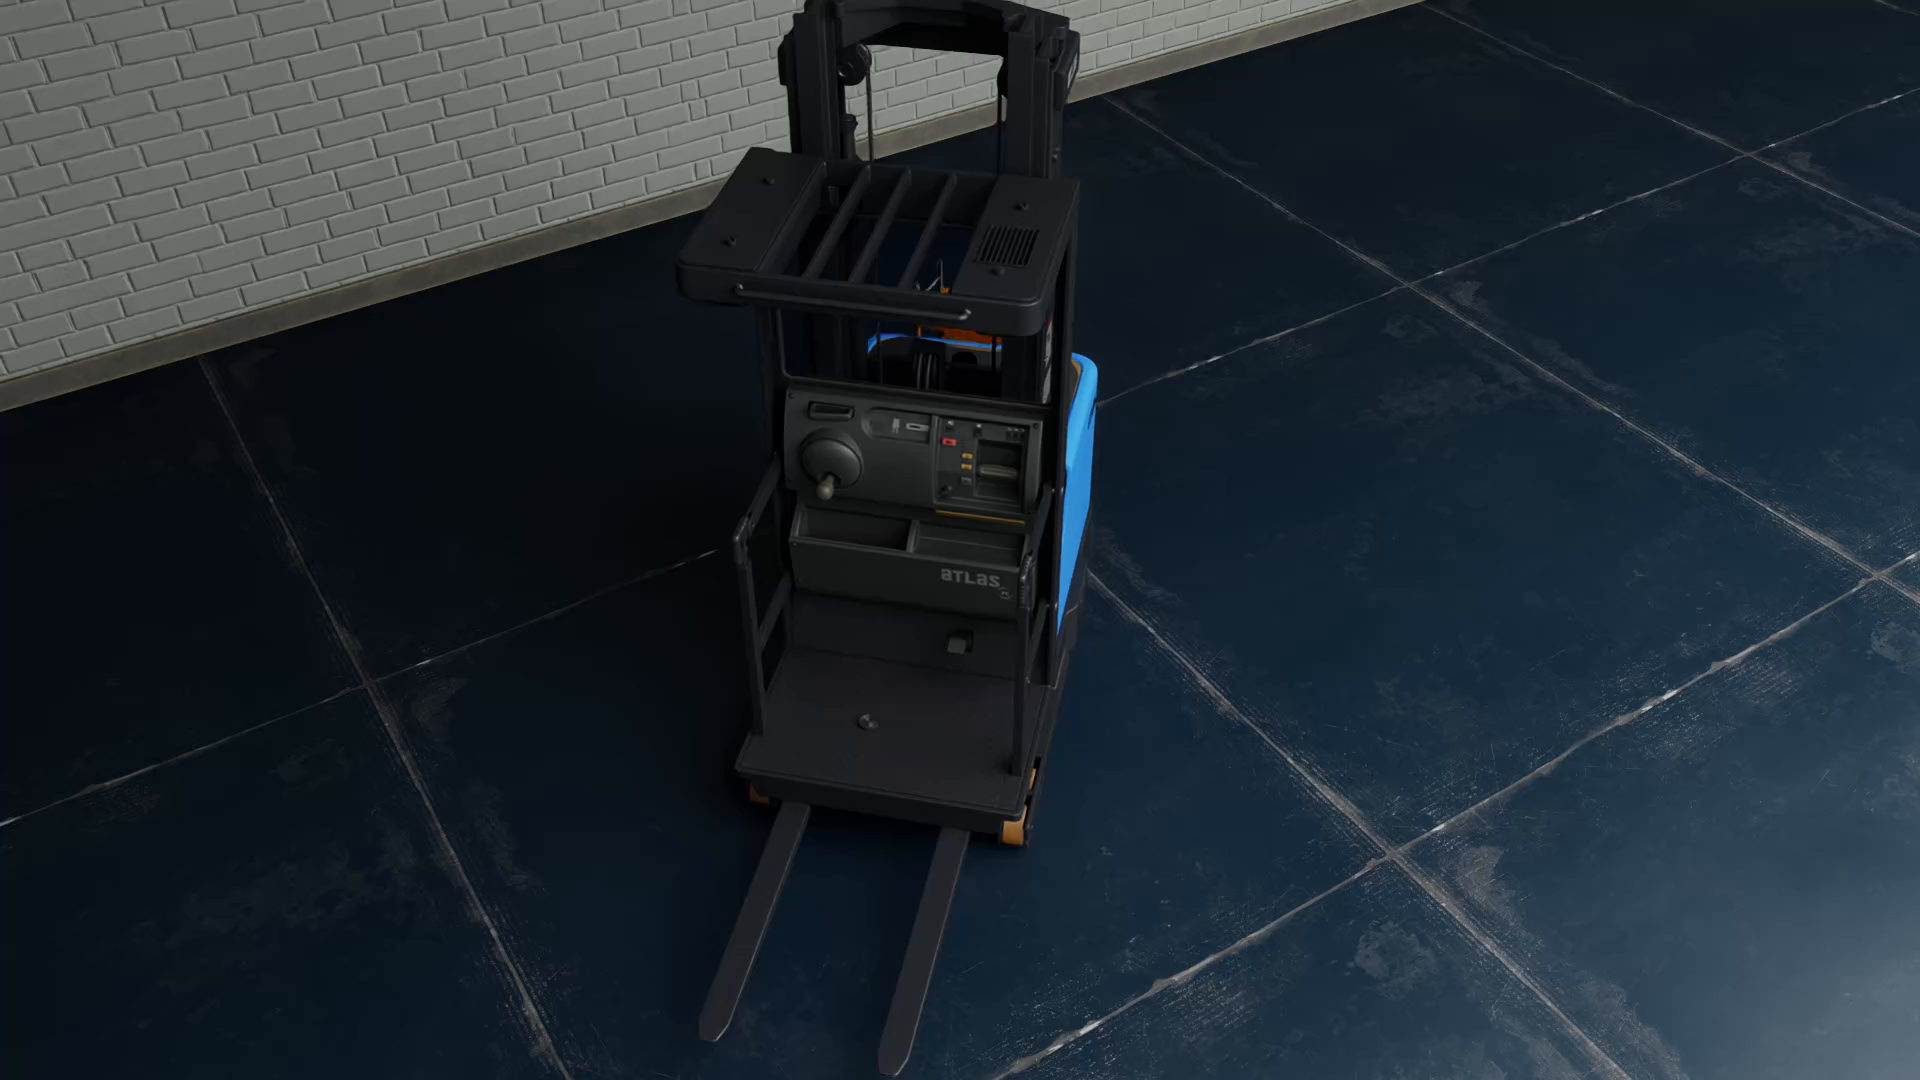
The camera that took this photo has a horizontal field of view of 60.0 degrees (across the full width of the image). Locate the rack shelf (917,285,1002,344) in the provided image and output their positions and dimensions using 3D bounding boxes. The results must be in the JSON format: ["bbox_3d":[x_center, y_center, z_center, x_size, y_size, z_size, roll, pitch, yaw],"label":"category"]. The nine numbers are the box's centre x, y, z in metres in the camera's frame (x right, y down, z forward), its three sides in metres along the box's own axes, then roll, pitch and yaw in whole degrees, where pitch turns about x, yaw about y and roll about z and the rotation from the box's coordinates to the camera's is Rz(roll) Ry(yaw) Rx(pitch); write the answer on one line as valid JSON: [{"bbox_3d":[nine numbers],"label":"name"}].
[{"bbox_3d":[0.080,-0.948,7.337,0.480,0.148,0.258,18,43,20],"label":"rack shelf"}]

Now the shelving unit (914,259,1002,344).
[{"bbox_3d":[0.080,-0.646,7.588,0.503,1.200,0.258,18,43,20],"label":"shelving unit"}]

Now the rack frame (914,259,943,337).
[{"bbox_3d":[-0.138,-0.715,7.671,0.015,1.200,0.240,18,43,20],"label":"rack frame"}]

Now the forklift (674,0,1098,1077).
[{"bbox_3d":[-0.215,-0.225,5.731,1.130,2.935,3.031,8,40,9],"label":"forklift"}]

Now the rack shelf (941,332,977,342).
[{"bbox_3d":[0.080,-0.766,7.488,0.480,0.148,0.258,18,43,20],"label":"rack shelf"}]
